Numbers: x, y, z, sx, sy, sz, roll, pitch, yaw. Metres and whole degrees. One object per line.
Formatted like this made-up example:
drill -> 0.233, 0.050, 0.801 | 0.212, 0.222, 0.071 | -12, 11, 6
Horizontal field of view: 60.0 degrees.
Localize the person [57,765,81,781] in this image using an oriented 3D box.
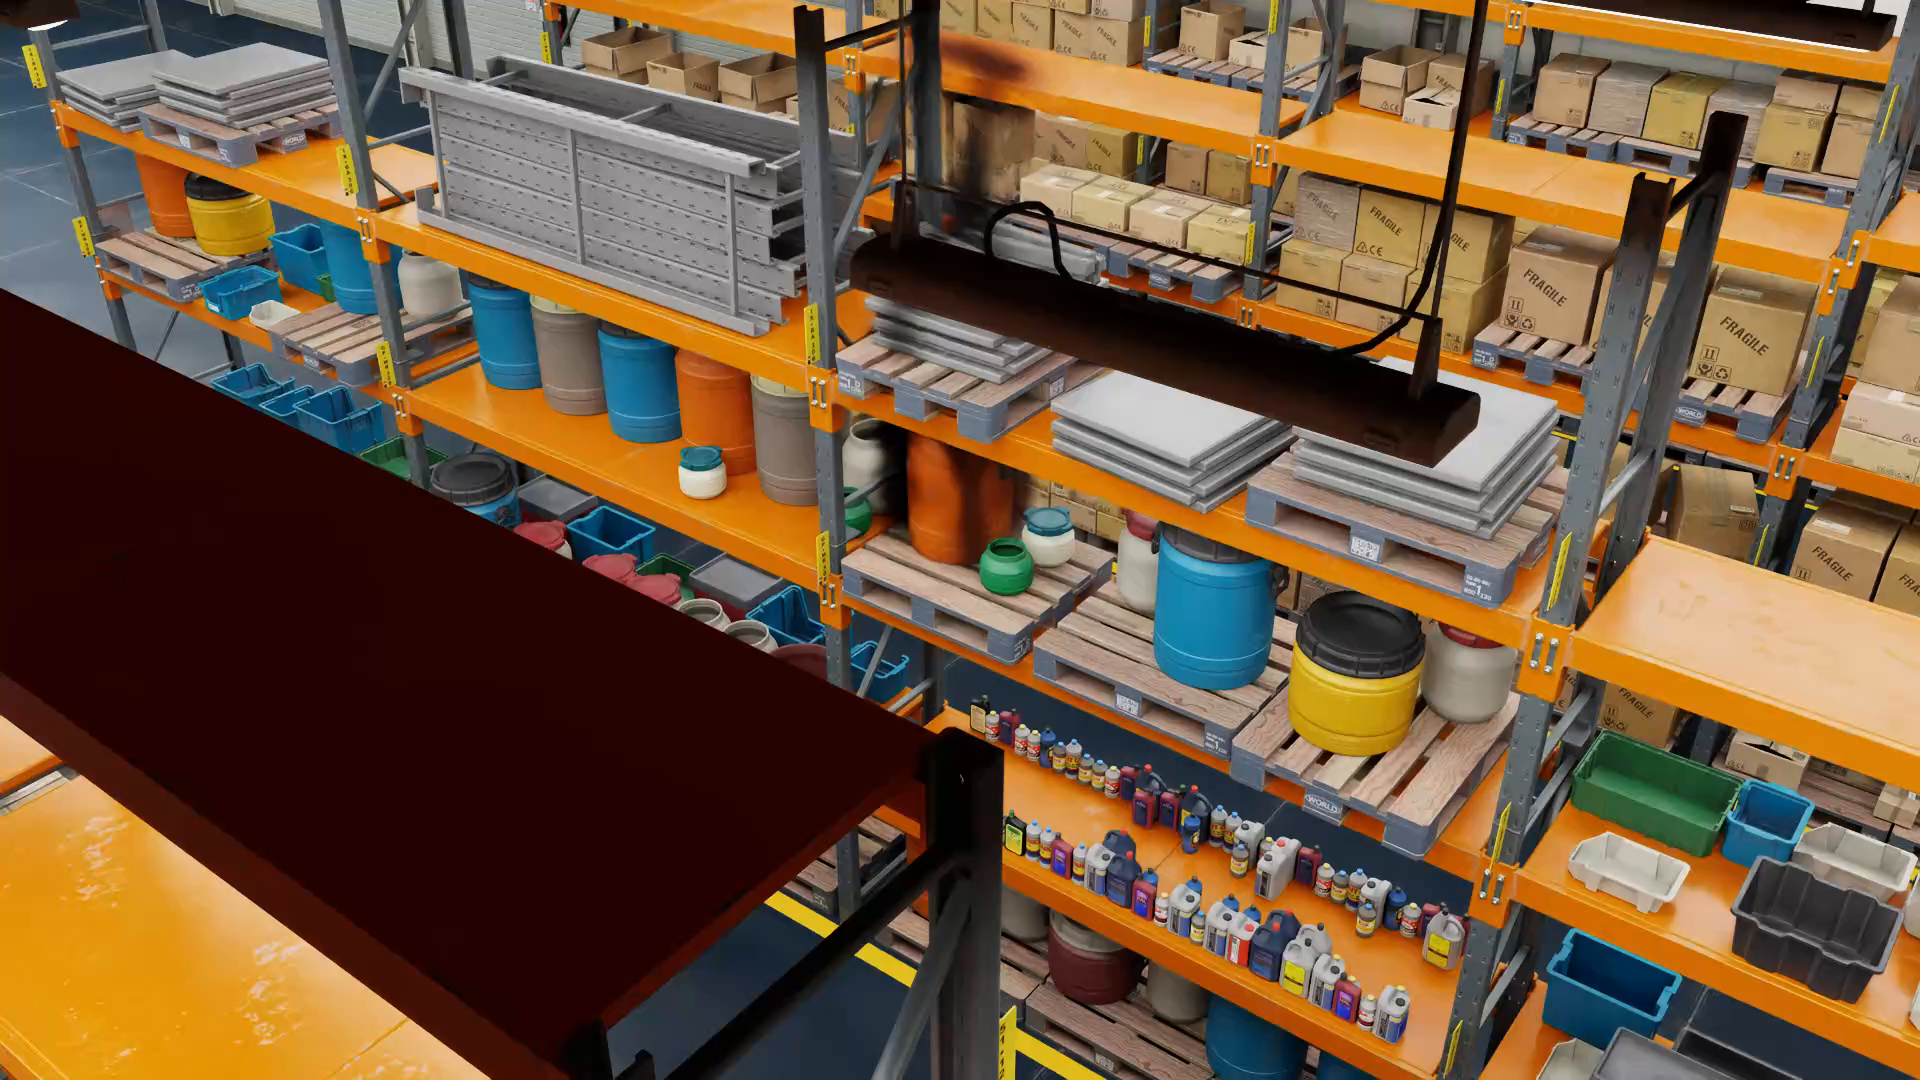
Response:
person -> -6.112, 1.406, 11.451 | 0.937, 1.572, 0.699 | 5, 32, 9
